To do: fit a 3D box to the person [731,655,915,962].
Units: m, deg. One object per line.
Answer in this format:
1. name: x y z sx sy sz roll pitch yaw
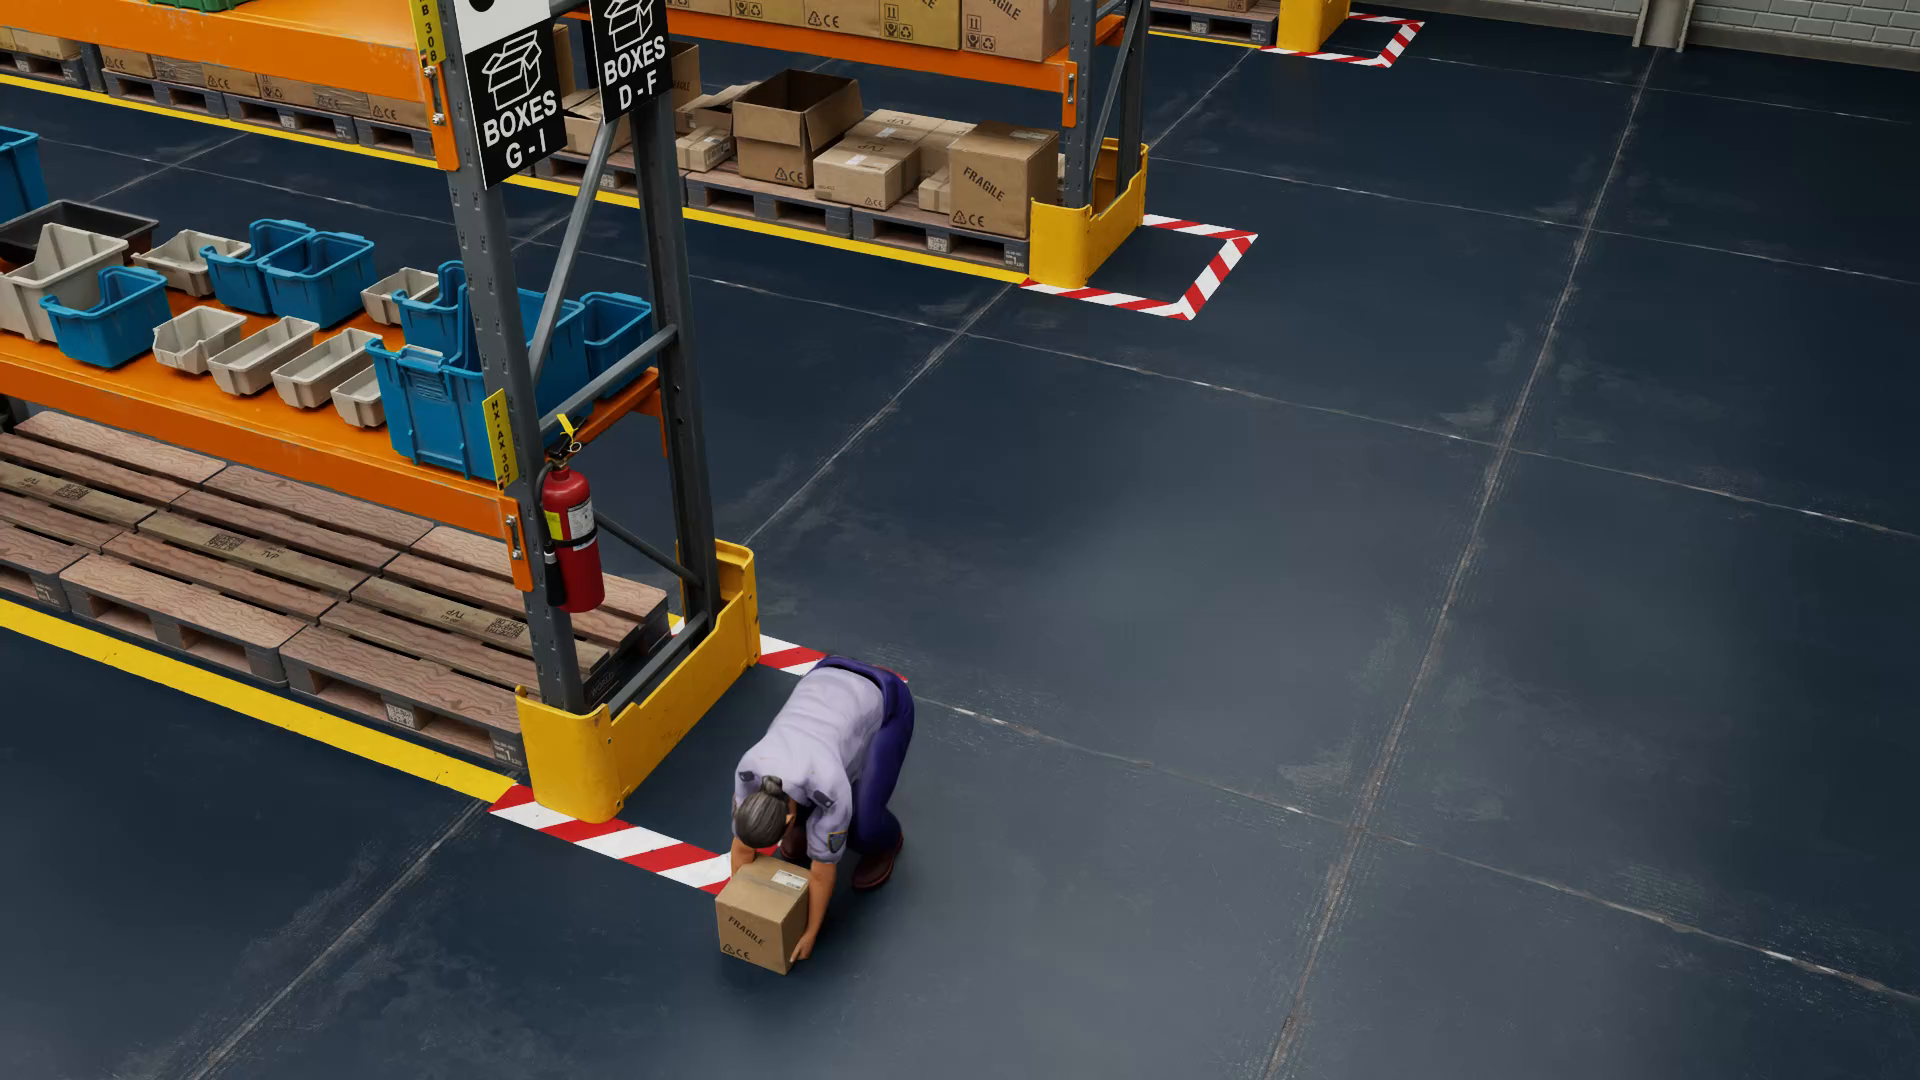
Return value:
1. person: -0.483 0.887 5.656 0.516 0.763 0.905 16 37 22
